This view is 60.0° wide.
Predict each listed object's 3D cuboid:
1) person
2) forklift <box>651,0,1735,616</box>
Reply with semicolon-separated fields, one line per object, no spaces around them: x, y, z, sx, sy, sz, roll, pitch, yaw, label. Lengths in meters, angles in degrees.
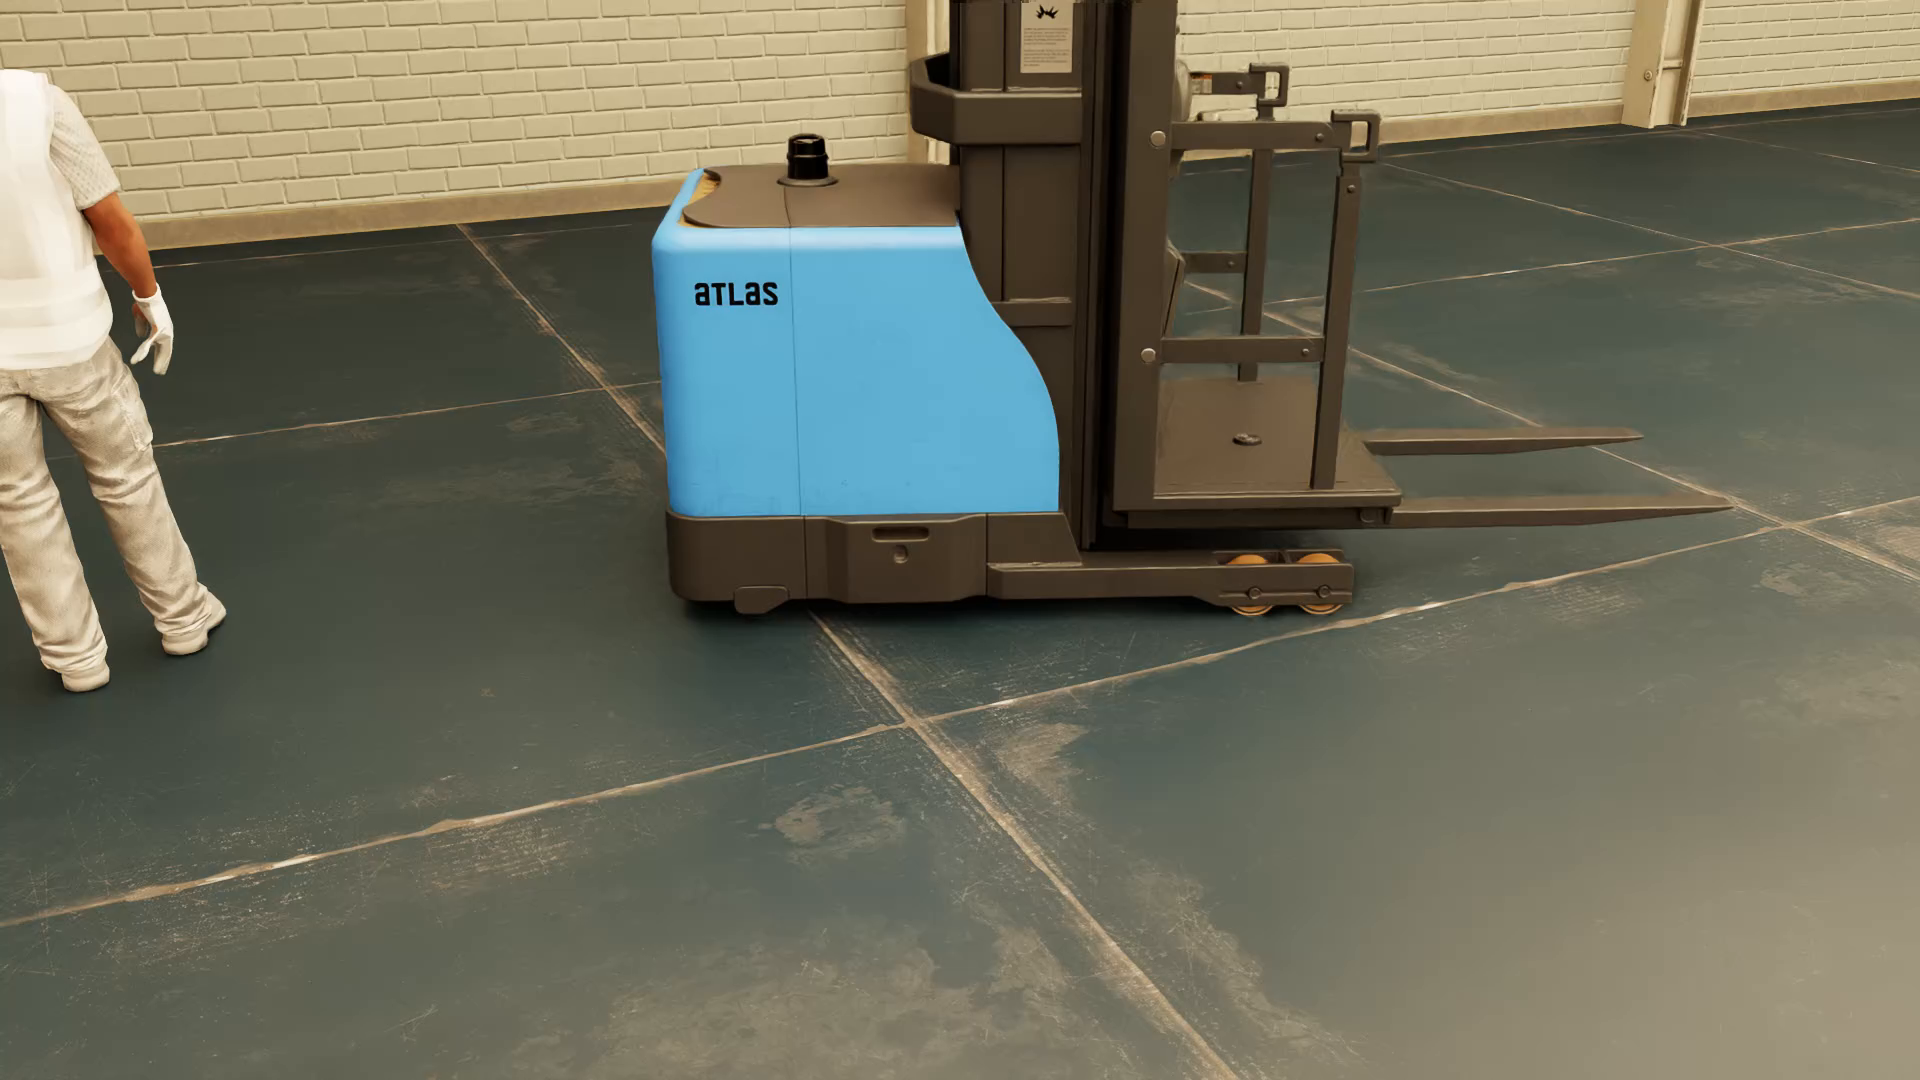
-2.230;-0.493;3.950;0.656;1.781;0.579;-10;24;-22;person
0.694;-1.346;4.527;3.031;2.935;1.130;-1;23;-2;forklift
